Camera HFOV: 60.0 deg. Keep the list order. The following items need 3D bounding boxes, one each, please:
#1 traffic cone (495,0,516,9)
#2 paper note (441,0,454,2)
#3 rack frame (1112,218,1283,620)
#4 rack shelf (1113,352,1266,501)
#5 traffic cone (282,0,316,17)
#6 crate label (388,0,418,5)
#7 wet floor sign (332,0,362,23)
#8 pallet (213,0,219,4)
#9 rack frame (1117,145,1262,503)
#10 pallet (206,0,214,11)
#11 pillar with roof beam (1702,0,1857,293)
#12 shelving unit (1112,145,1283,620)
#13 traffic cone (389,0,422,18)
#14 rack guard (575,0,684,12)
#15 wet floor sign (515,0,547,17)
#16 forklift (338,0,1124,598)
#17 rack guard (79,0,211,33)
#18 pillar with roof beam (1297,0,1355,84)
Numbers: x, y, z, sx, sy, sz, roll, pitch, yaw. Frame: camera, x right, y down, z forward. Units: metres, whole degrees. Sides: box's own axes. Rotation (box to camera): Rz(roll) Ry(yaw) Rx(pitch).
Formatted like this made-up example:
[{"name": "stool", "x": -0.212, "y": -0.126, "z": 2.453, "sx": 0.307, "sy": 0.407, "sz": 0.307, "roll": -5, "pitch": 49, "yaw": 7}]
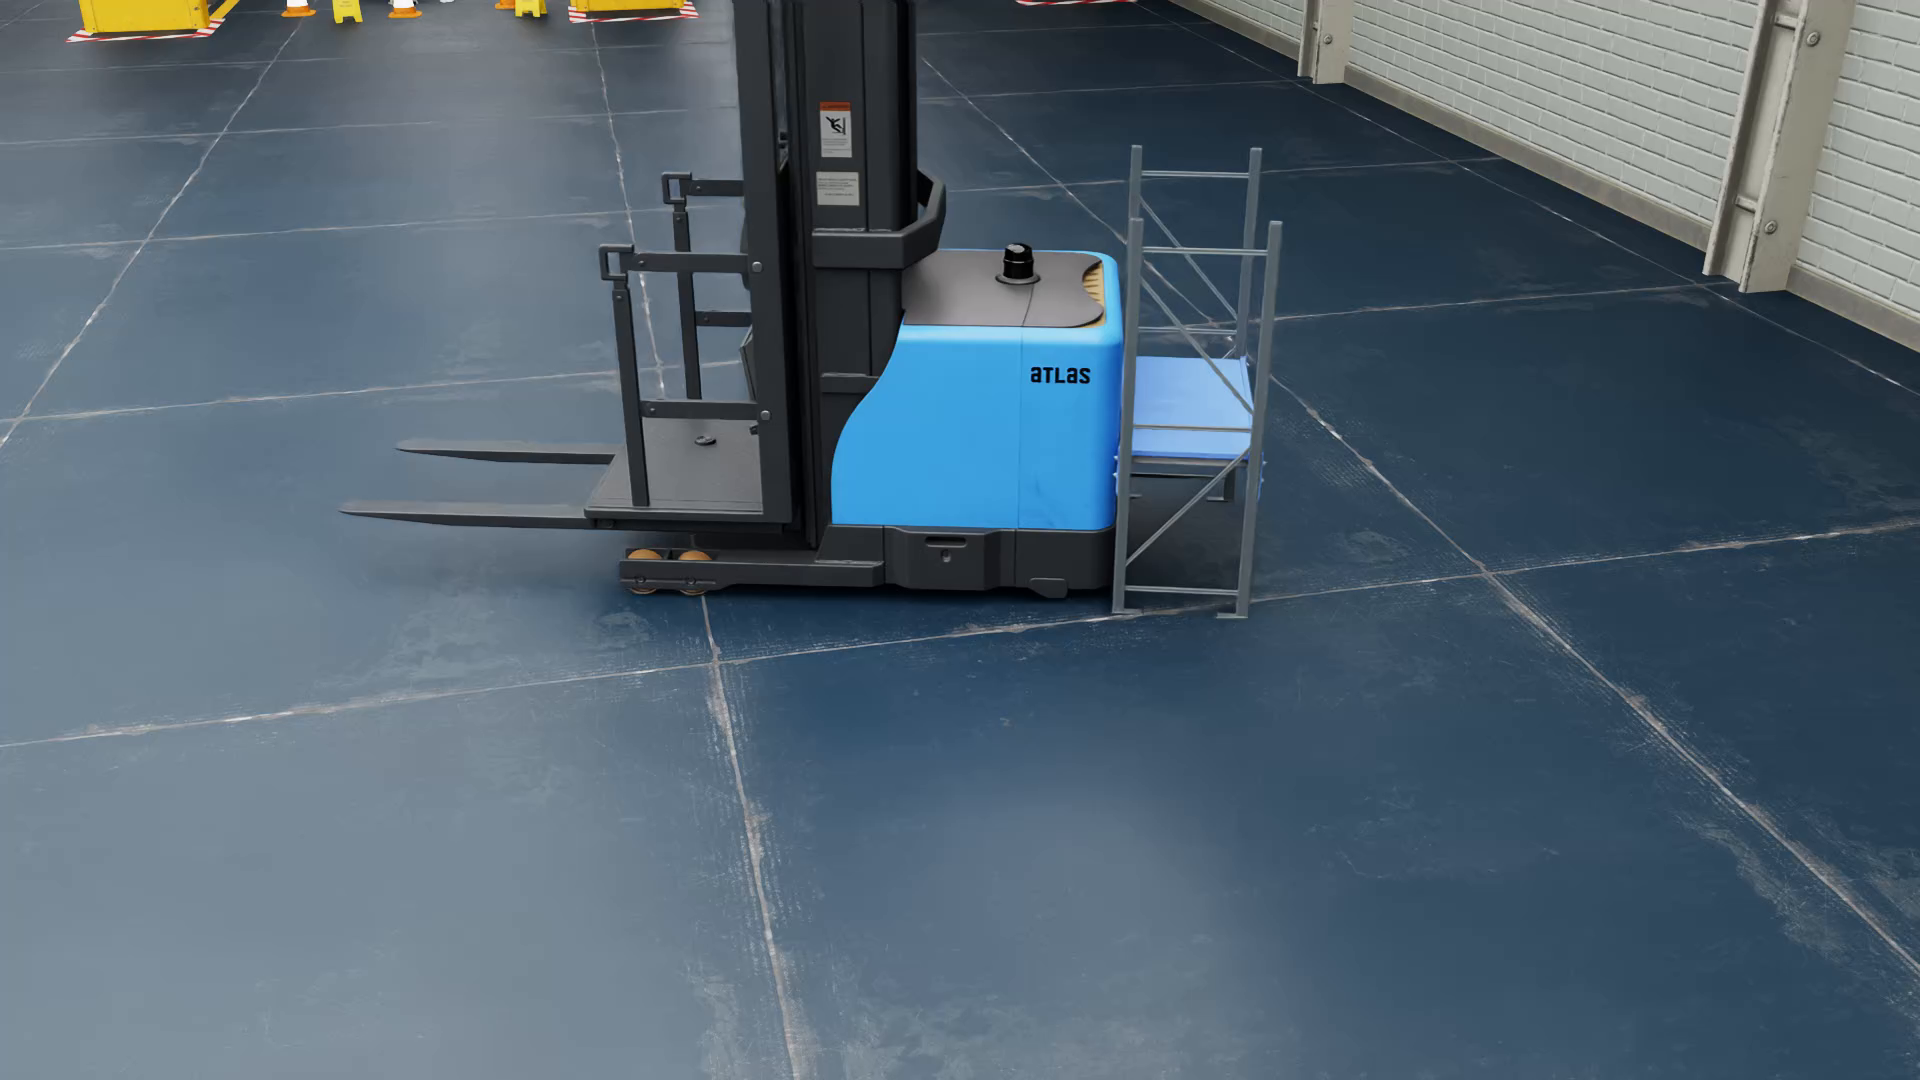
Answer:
[{"name": "traffic cone", "x": -5.002, "y": -6.152, "z": 18.425, "sx": 0.336, "sy": 0.463, "sz": 0.334, "roll": -6, "pitch": 27, "yaw": -12}, {"name": "paper note", "x": -5.800, "y": -6.114, "z": 18.830, "sx": 0.148, "sy": 0.019, "sz": 0.142, "roll": -16, "pitch": 31, "yaw": -29}, {"name": "rack frame", "x": 0.818, "y": -0.390, "z": 5.859, "sx": 0.500, "sy": 1.500, "sz": 0.032, "roll": 2, "pitch": 27, "yaw": 5}, {"name": "rack shelf", "x": 0.866, "y": -0.458, "z": 6.391, "sx": 0.538, "sy": 0.185, "sz": 1.000, "roll": 2, "pitch": 27, "yaw": 5}, {"name": "traffic cone", "x": -7.184, "y": -5.924, "z": 17.974, "sx": 0.336, "sy": 0.463, "sz": 0.334, "roll": -6, "pitch": 27, "yaw": -12}, {"name": "crate label", "x": -6.244, "y": -6.083, "z": 18.651, "sx": 0.250, "sy": 0.136, "sz": 0.298, "roll": -23, "pitch": 35, "yaw": -38}, {"name": "wet floor sign", "x": -6.512, "y": -5.817, "z": 17.559, "sx": 0.267, "sy": 0.644, "sz": 0.232, "roll": -11, "pitch": 29, "yaw": -20}, {"name": "pallet", "x": -8.976, "y": -6.312, "z": 19.022, "sx": 1.003, "sy": 0.211, "sz": 1.213, "roll": -6, "pitch": 27, "yaw": -12}, {"name": "rack frame", "x": 0.914, "y": -0.846, "z": 6.762, "sx": 0.500, "sy": 1.500, "sz": 0.032, "roll": 2, "pitch": 27, "yaw": 5}, {"name": "pallet", "x": -8.704, "y": -5.778, "z": 17.963, "sx": 1.003, "sy": 0.211, "sz": 1.213, "roll": -6, "pitch": 27, "yaw": -12}, {"name": "pillar with roof beam", "x": 0.419, "y": -5.103, "z": 6.873, "sx": 9.100, "sy": 9.000, "sz": 0.400, "roll": -6, "pitch": 27, "yaw": -12}, {"name": "shelving unit", "x": 0.866, "y": -0.618, "z": 6.310, "sx": 0.538, "sy": 1.500, "sz": 1.048, "roll": 2, "pitch": 27, "yaw": 5}, {"name": "traffic cone", "x": -6.006, "y": -5.890, "z": 17.906, "sx": 0.336, "sy": 0.463, "sz": 0.334, "roll": -6, "pitch": 27, "yaw": -12}, {"name": "rack guard", "x": -3.665, "y": -6.144, "z": 18.368, "sx": 1.175, "sy": 0.500, "sz": 0.348, "roll": -6, "pitch": 27, "yaw": -12}, {"name": "wet floor sign", "x": -4.647, "y": -5.984, "z": 17.889, "sx": 0.267, "sy": 0.644, "sz": 0.232, "roll": 3, "pitch": 27, "yaw": 6}, {"name": "forklift", "x": -0.896, "y": -1.333, "z": 6.138, "sx": 3.031, "sy": 2.935, "sz": 1.130, "roll": 2, "pitch": 27, "yaw": 3}, {"name": "rack guard", "x": -8.442, "y": -5.553, "z": 17.197, "sx": 1.175, "sy": 0.500, "sz": 0.348, "roll": -6, "pitch": 27, "yaw": -12}, {"name": "pillar with roof beam", "x": -0.934, "y": -7.737, "z": 12.091, "sx": 9.100, "sy": 9.000, "sz": 0.400, "roll": -6, "pitch": 27, "yaw": -12}]
